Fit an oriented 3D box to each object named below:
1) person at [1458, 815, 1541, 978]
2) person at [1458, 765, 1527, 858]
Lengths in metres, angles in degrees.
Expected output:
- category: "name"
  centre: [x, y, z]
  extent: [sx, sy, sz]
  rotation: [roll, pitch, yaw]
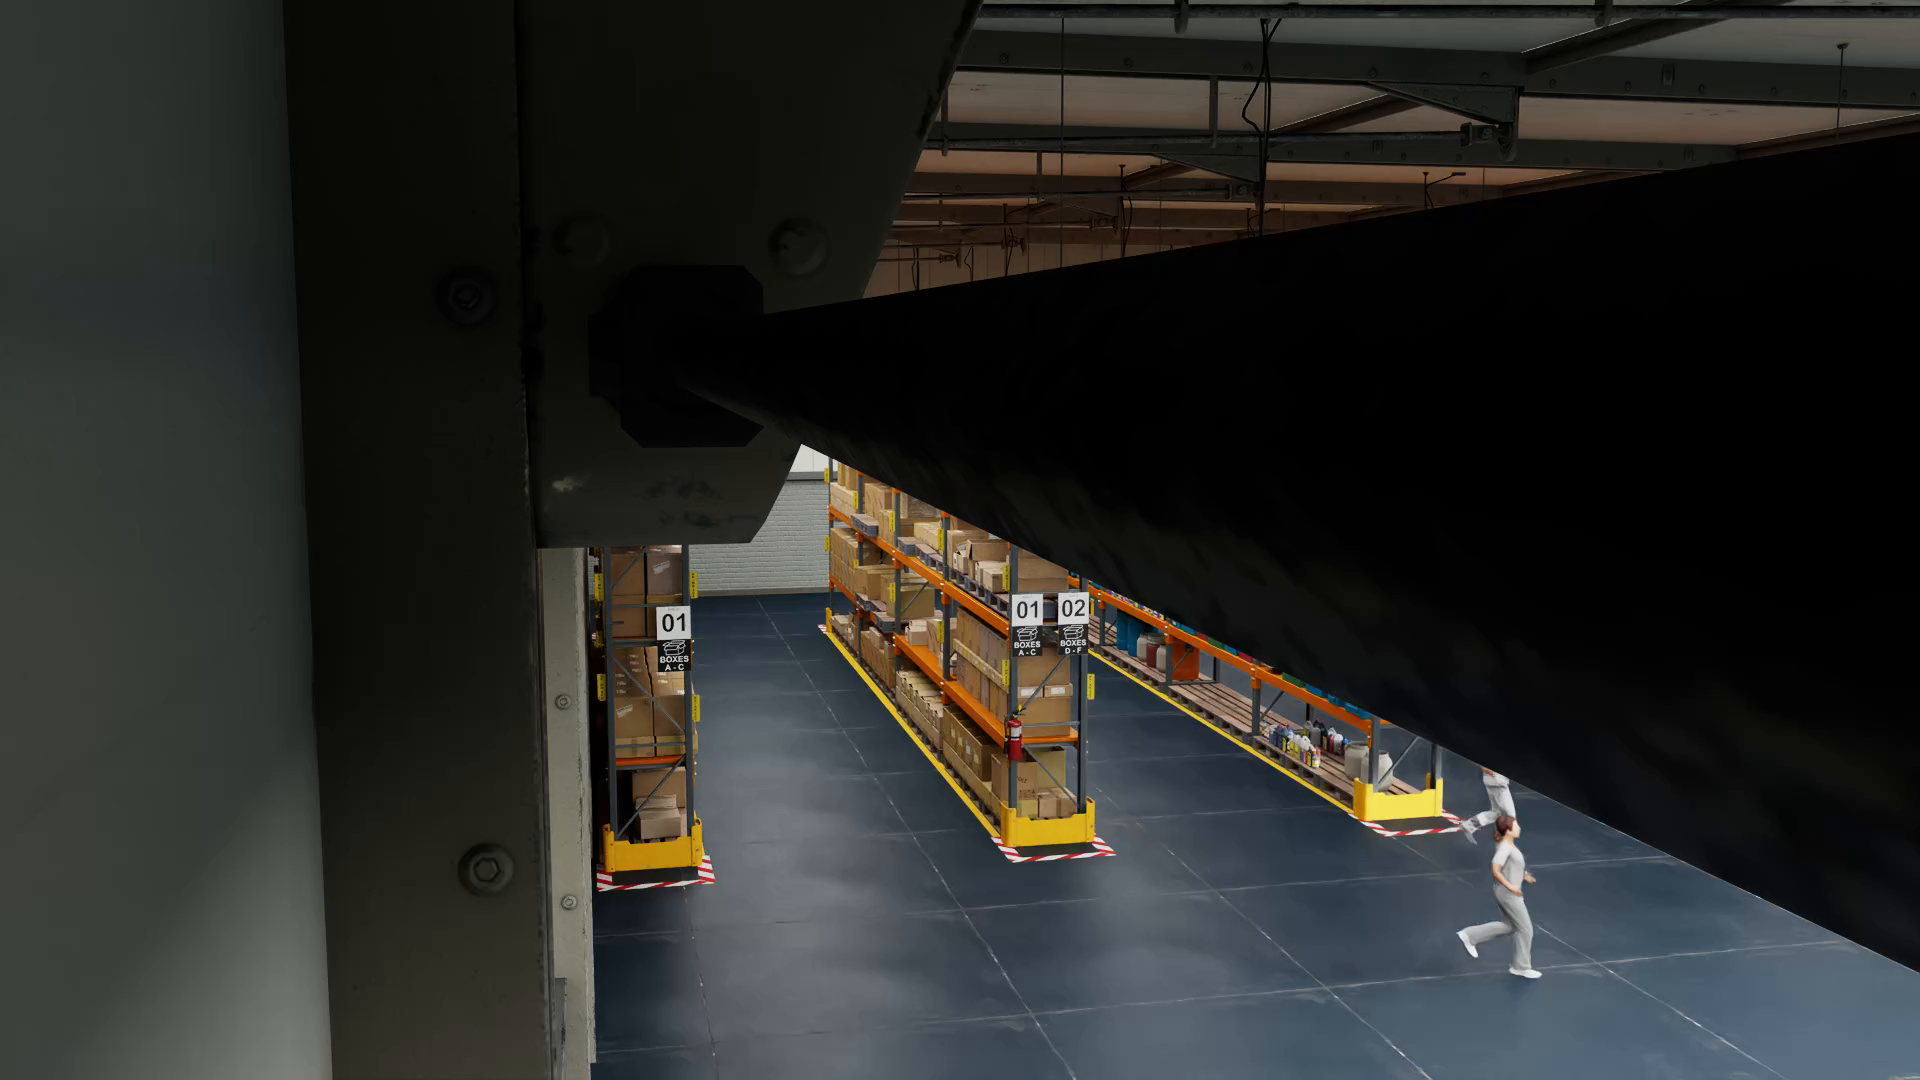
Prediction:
- category: "person"
  centre: [5.425, 3.557, 16.637]
  extent: [0.818, 1.660, 0.566]
  rotation: [1, 7, 11]
- category: "person"
  centre: [6.604, 3.014, 20.554]
  extent: [0.827, 1.765, 0.689]
  rotation: [3, 7, 21]
